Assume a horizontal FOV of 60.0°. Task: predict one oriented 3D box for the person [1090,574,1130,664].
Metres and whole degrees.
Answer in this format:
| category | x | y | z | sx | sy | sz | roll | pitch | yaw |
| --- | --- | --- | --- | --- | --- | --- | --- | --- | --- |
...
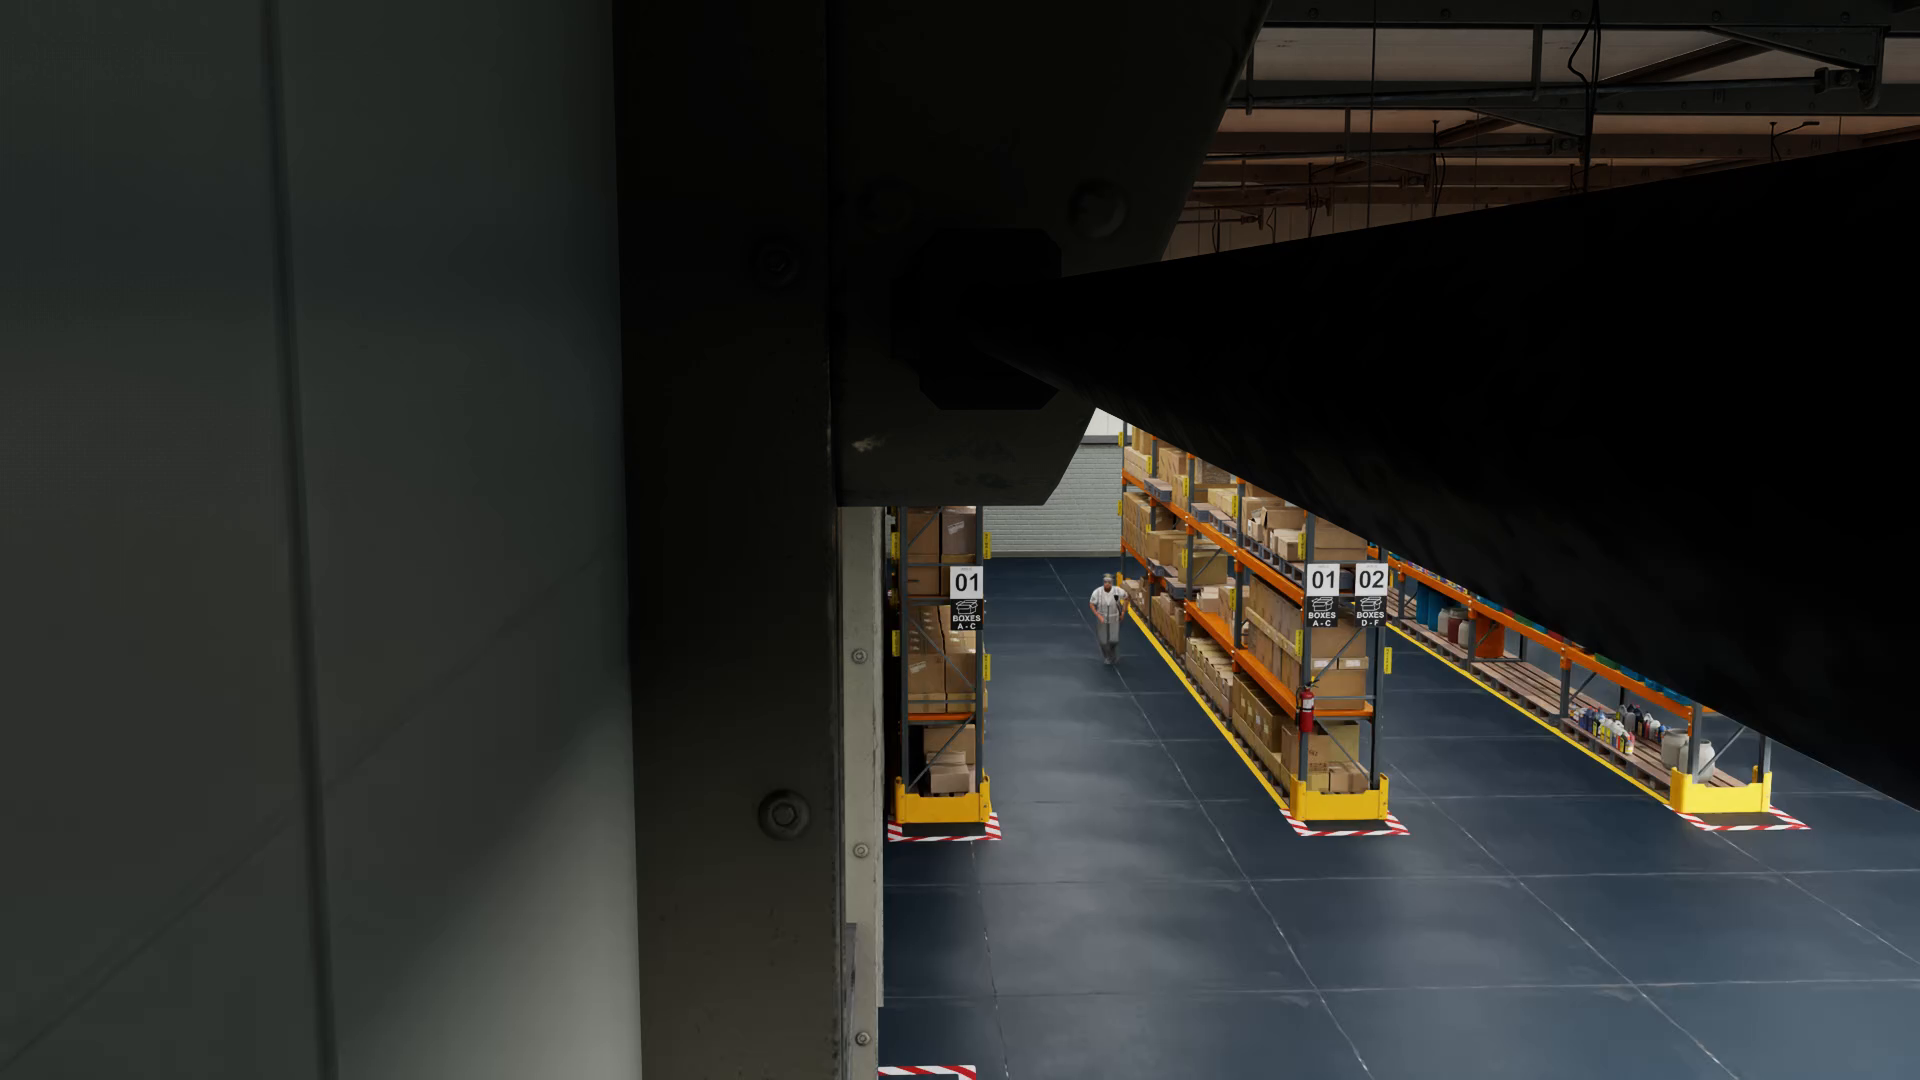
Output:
| category | x | y | z | sx | sy | sz | roll | pitch | yaw |
| --- | --- | --- | --- | --- | --- | --- | --- | --- | --- |
| person | 2.637 | 1.387 | 29.327 | 0.699 | 1.688 | 0.729 | 1 | 8 | 7 |
